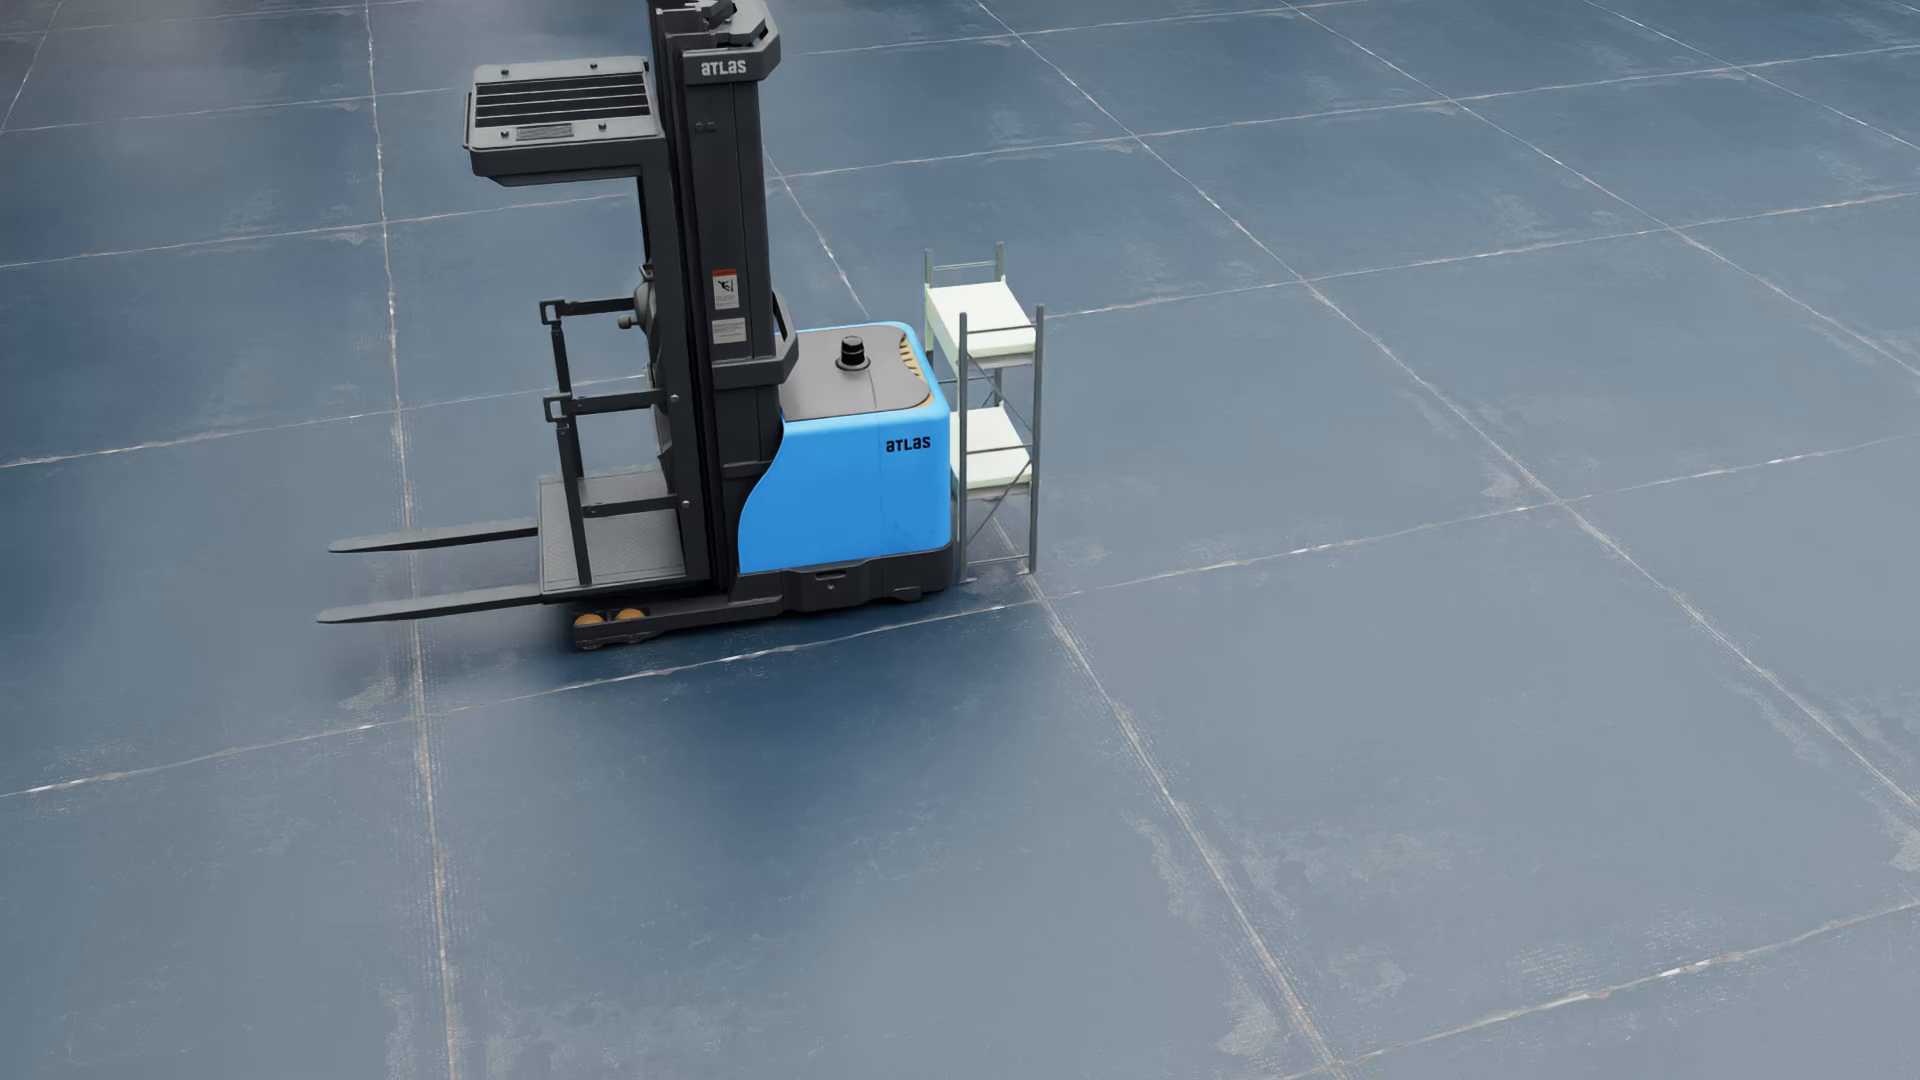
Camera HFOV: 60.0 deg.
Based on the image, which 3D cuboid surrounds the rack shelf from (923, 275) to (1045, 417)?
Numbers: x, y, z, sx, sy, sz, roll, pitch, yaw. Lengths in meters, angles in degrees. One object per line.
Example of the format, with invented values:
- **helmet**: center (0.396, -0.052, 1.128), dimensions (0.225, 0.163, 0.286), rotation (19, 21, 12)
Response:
- **rack shelf**: center (0.107, -0.958, 8.132), dimensions (0.431, 0.370, 0.720), rotation (-8, 34, -11)

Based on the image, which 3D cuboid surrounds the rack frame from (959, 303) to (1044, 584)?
- **rack frame**: center (0.192, -0.436, 8.050), dimensions (0.400, 1.500, 0.023), rotation (-8, 34, -11)

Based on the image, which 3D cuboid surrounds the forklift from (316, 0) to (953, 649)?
- **forklift**: center (-1.606, -1.021, 7.636), dimensions (3.031, 2.935, 1.130), rotation (-7, 34, -11)

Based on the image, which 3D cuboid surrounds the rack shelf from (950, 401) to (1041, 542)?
- **rack shelf**: center (0.107, -0.361, 8.527), dimensions (0.431, 0.370, 0.720), rotation (-8, 34, -11)

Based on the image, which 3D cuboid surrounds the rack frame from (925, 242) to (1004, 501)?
- **rack frame**: center (0.022, -0.829, 8.644), dimensions (0.400, 1.500, 0.023), rotation (-8, 34, -11)

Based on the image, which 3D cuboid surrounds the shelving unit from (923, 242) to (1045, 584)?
- **shelving unit**: center (0.107, -0.633, 8.347), dimensions (0.431, 1.500, 0.755), rotation (-8, 34, -11)
